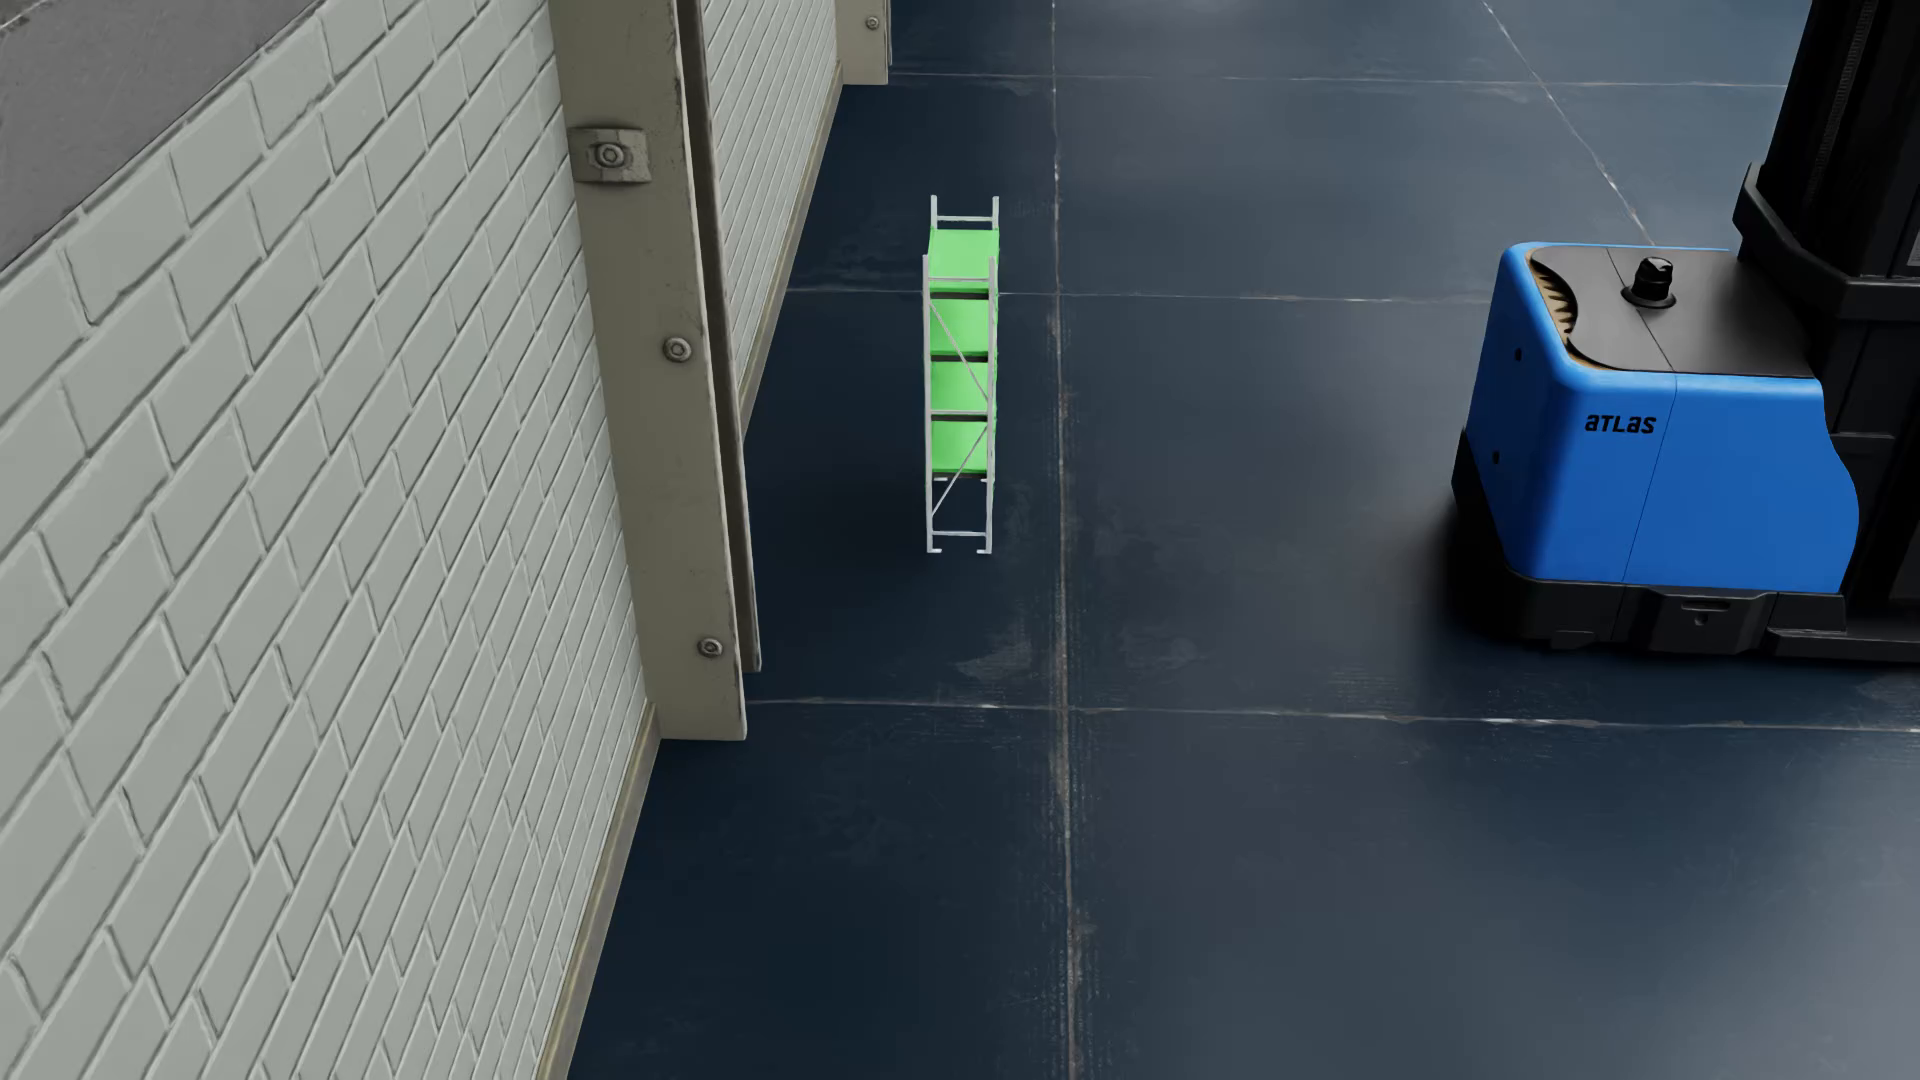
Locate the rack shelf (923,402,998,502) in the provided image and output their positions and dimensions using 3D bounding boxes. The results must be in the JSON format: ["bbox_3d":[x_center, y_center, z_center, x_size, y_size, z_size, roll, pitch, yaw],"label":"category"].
[{"bbox_3d":[0.007,-0.337,6.215,0.258,0.148,0.480,1,35,2],"label":"rack shelf"}]

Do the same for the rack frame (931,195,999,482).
[{"bbox_3d":[0.016,-0.726,6.240,0.240,1.200,0.015,1,35,2],"label":"rack frame"}]

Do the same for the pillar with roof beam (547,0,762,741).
[{"bbox_3d":[3.465,-3.056,2.773,9.100,9.000,0.400,1,35,2],"label":"pillar with roof beam"}]

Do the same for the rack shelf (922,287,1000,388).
[{"bbox_3d":[0.007,-0.730,5.939,0.258,0.148,0.480,1,35,2],"label":"rack shelf"}]

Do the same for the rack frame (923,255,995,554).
[{"bbox_3d":[-0.003,-0.446,5.841,0.240,1.200,0.015,1,35,2],"label":"rack frame"}]

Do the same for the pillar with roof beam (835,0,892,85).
[{"bbox_3d":[3.706,-6.504,7.678,9.100,9.000,0.400,1,35,2],"label":"pillar with roof beam"}]

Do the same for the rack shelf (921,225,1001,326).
[{"bbox_3d":[0.007,-0.926,5.801,0.258,0.148,0.480,1,35,2],"label":"rack shelf"}]

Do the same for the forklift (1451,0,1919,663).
[{"bbox_3d":[3.374,-1.040,5.181,3.031,2.935,1.130,3,35,4],"label":"forklift"}]

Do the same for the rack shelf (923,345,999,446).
[{"bbox_3d":[0.007,-0.534,6.077,0.258,0.148,0.480,1,35,2],"label":"rack shelf"}]

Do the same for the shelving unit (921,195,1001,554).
[{"bbox_3d":[0.007,-0.586,6.040,0.258,1.200,0.503,1,35,2],"label":"shelving unit"}]
